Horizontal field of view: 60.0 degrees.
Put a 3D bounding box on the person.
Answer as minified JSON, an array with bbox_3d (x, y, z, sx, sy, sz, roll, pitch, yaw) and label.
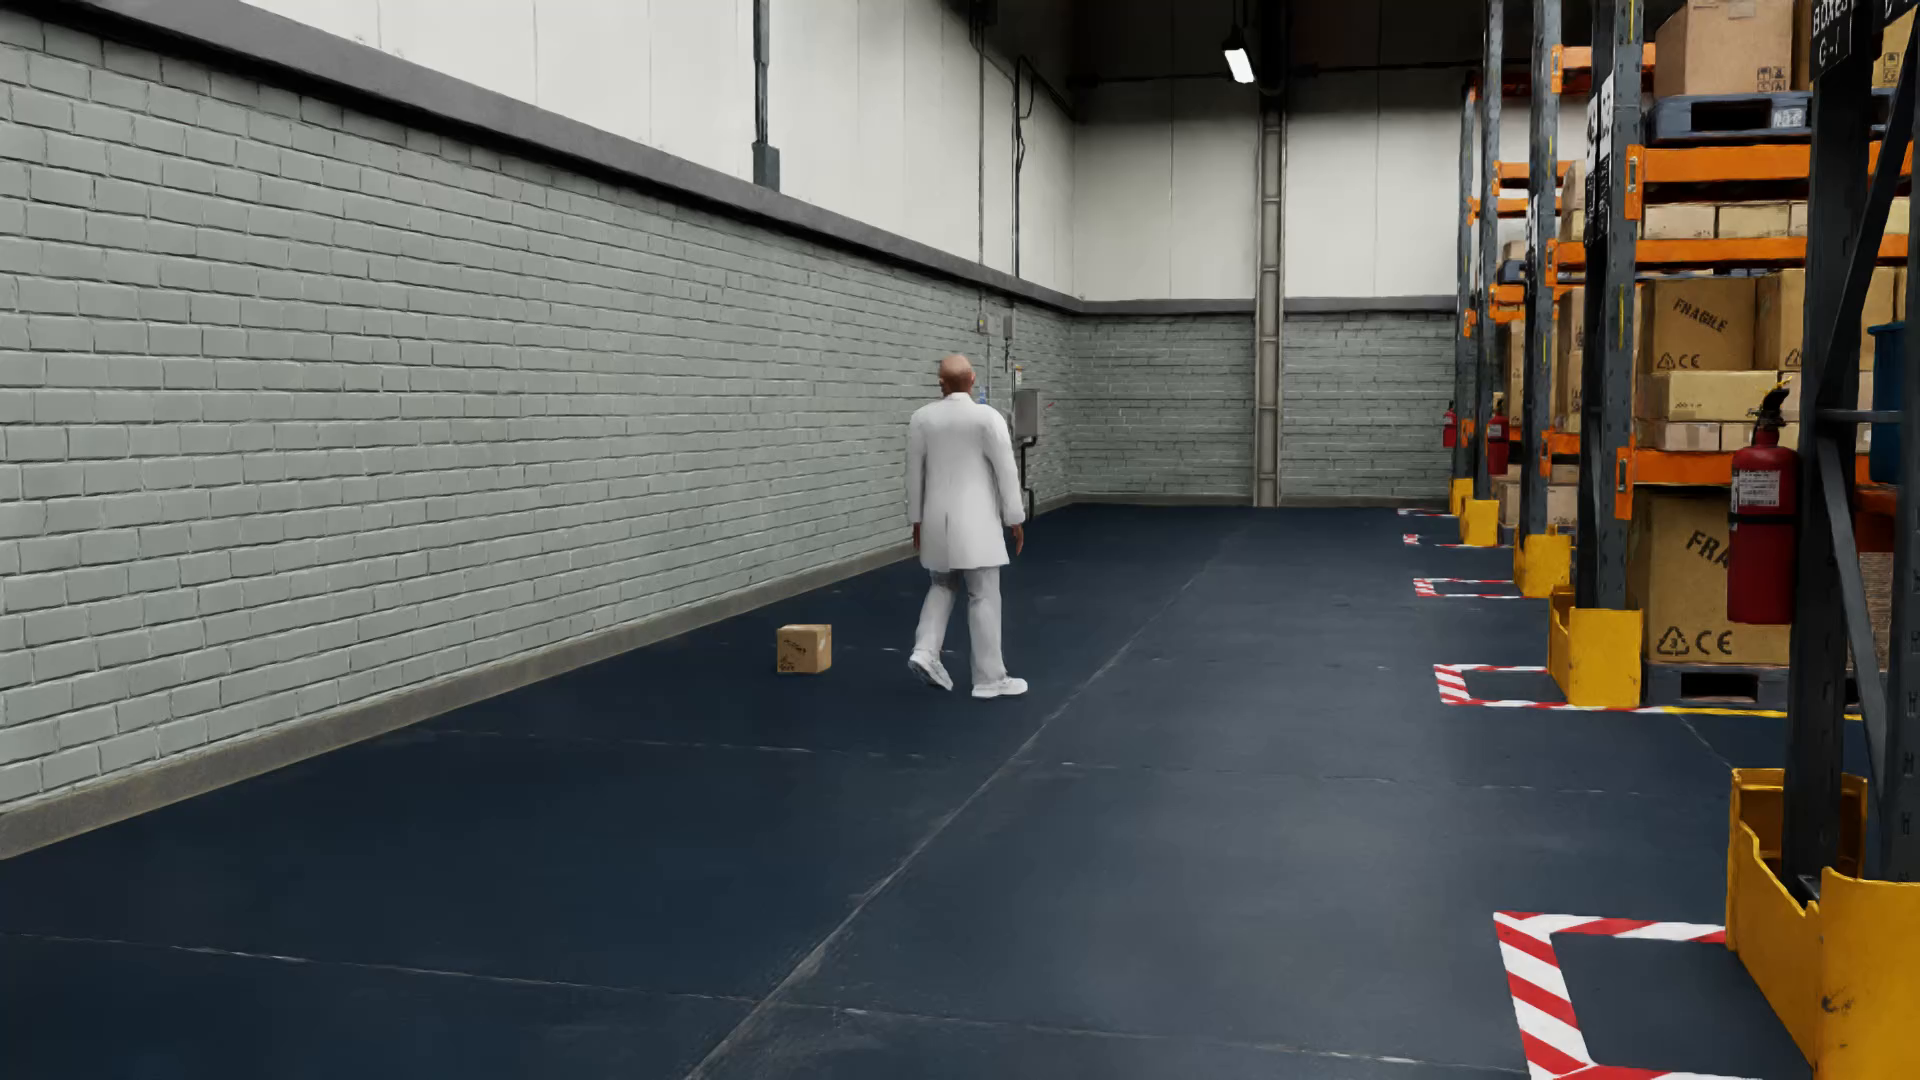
[{"bbox_3d":[0.008,-0.073,8.645,0.644,1.780,0.546,2,5,28],"label":"person"}]
